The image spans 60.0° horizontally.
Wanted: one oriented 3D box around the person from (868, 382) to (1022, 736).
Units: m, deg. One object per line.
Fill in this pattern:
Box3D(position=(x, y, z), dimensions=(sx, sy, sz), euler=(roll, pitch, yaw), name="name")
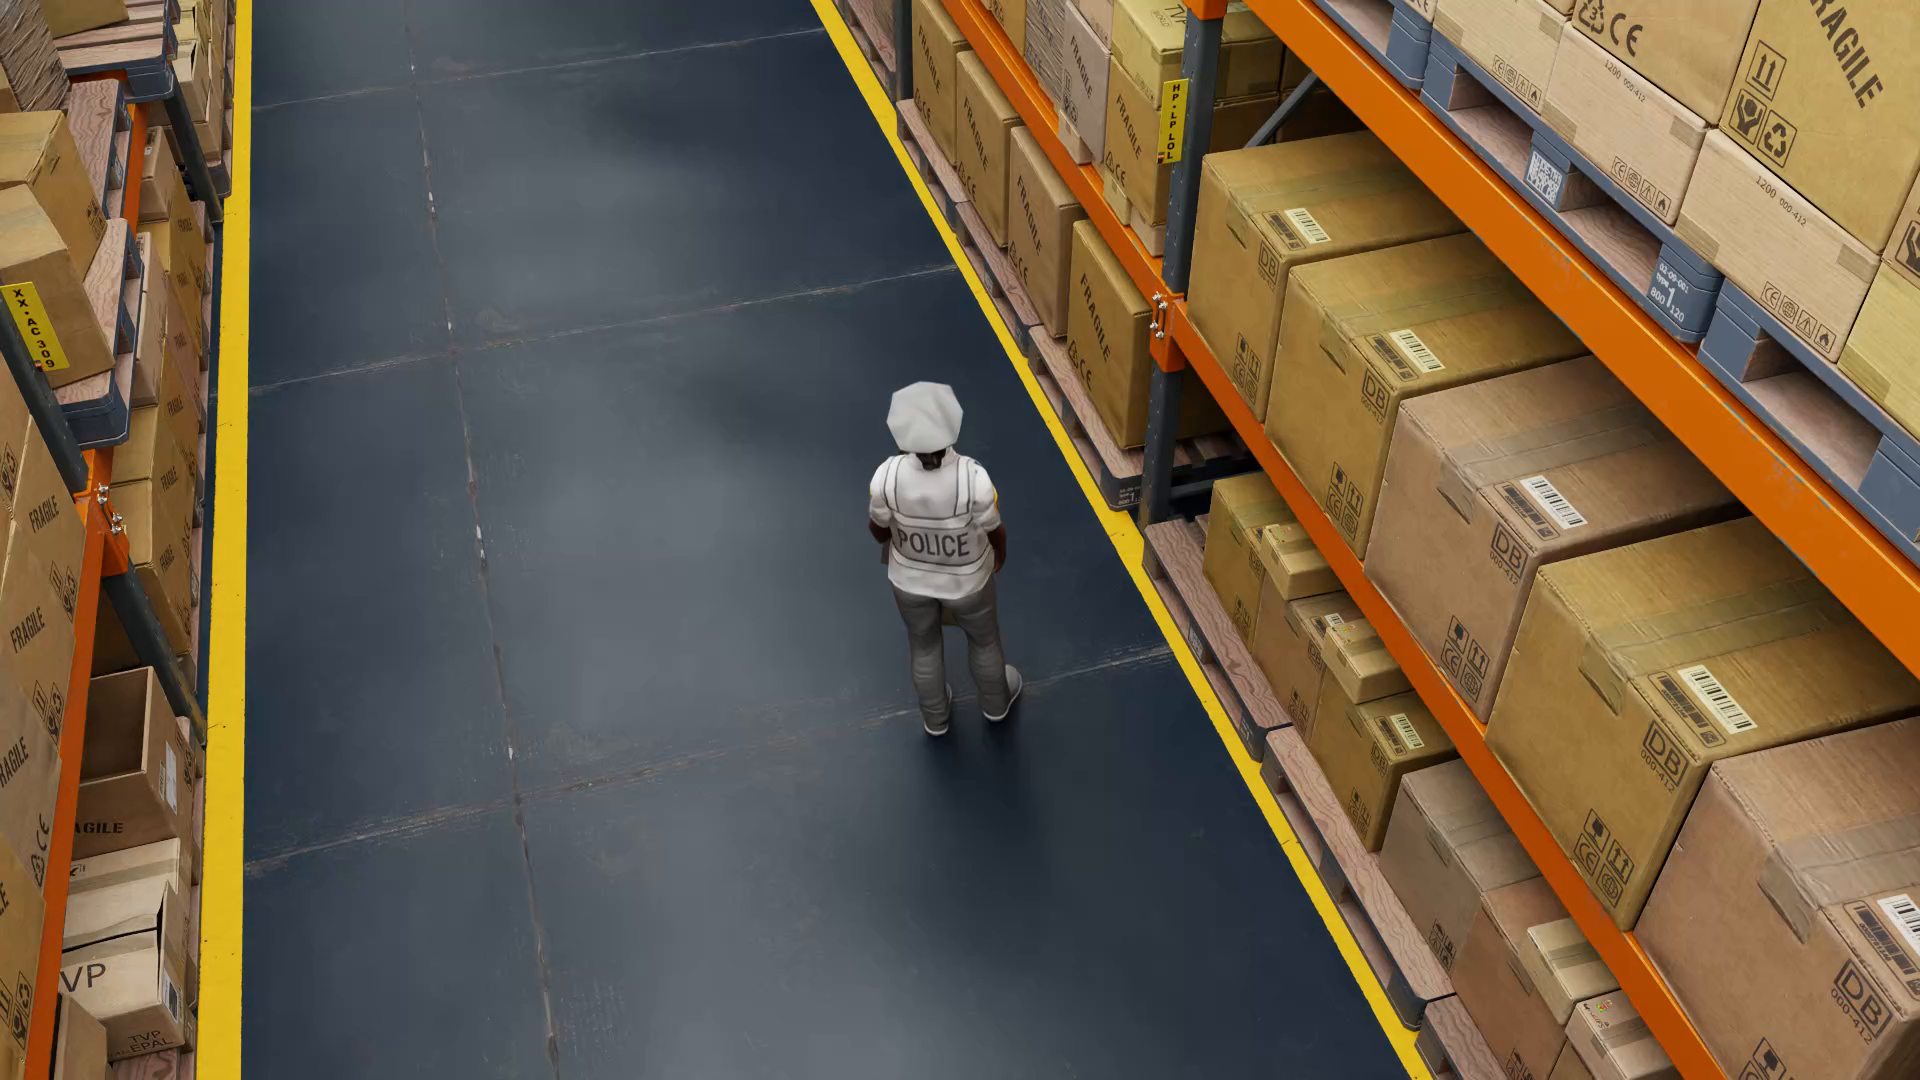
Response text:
Box3D(position=(-0.044, 0.068, 6.047), dimensions=(0.543, 1.698, 0.528), euler=(5, 43, 6), name="person")
